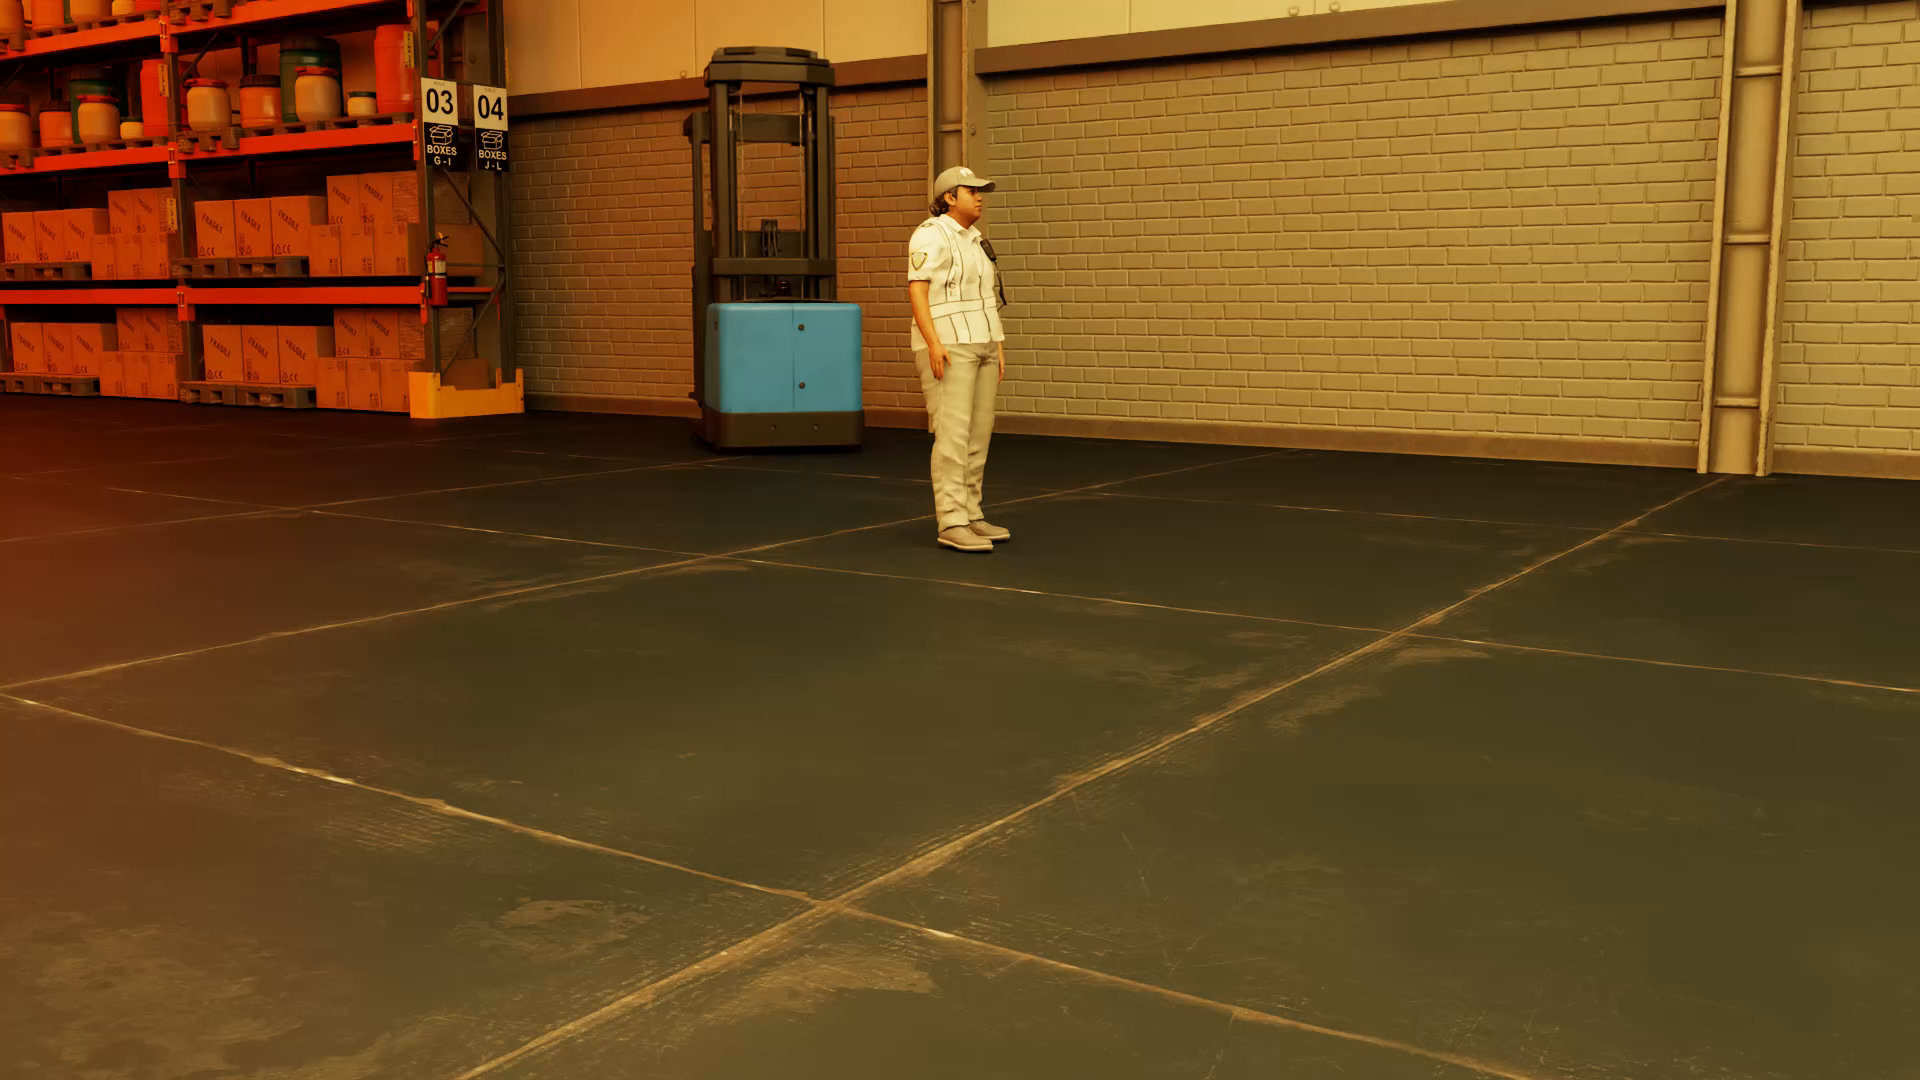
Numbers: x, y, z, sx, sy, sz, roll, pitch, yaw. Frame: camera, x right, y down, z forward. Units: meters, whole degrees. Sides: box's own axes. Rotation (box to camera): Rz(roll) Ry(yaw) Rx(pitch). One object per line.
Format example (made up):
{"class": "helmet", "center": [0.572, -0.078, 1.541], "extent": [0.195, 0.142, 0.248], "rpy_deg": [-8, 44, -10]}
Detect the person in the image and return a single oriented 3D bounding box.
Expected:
{"class": "person", "center": [0.051, -0.823, 7.424], "extent": [0.529, 1.670, 0.598], "rpy_deg": [5, 10, 34]}

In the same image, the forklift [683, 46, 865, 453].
{"class": "forklift", "center": [-1.556, -2.249, 13.008], "extent": [1.130, 2.935, 3.031], "rpy_deg": [-2, 8, -15]}
